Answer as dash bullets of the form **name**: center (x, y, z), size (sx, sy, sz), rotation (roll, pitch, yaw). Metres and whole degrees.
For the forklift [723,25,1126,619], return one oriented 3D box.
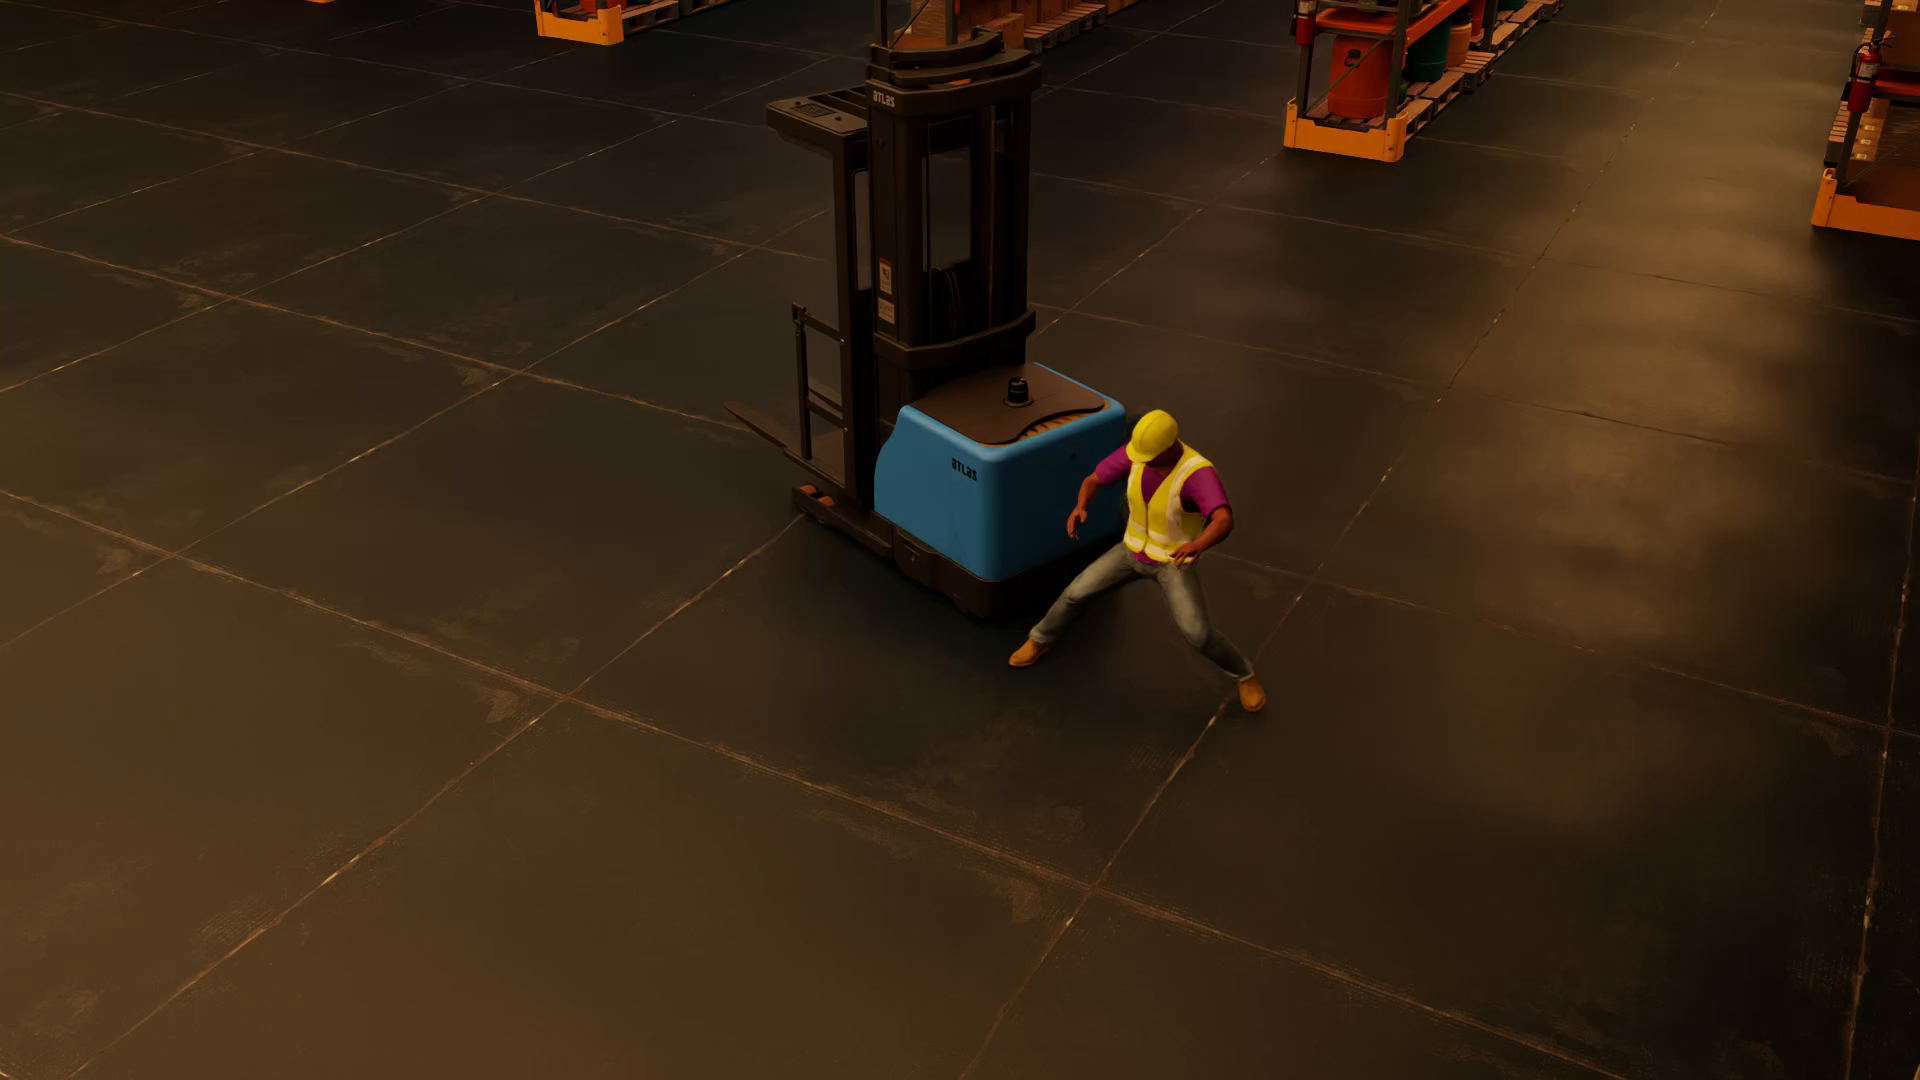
- **forklift**: center (-0.382, -1.507, 9.682), size (1.130, 2.935, 3.031), rotation (-22, 37, -33)

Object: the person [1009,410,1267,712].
- **person**: center (0.936, 0.084, 8.315), size (1.279, 1.542, 0.743), rotation (26, 39, 37)
